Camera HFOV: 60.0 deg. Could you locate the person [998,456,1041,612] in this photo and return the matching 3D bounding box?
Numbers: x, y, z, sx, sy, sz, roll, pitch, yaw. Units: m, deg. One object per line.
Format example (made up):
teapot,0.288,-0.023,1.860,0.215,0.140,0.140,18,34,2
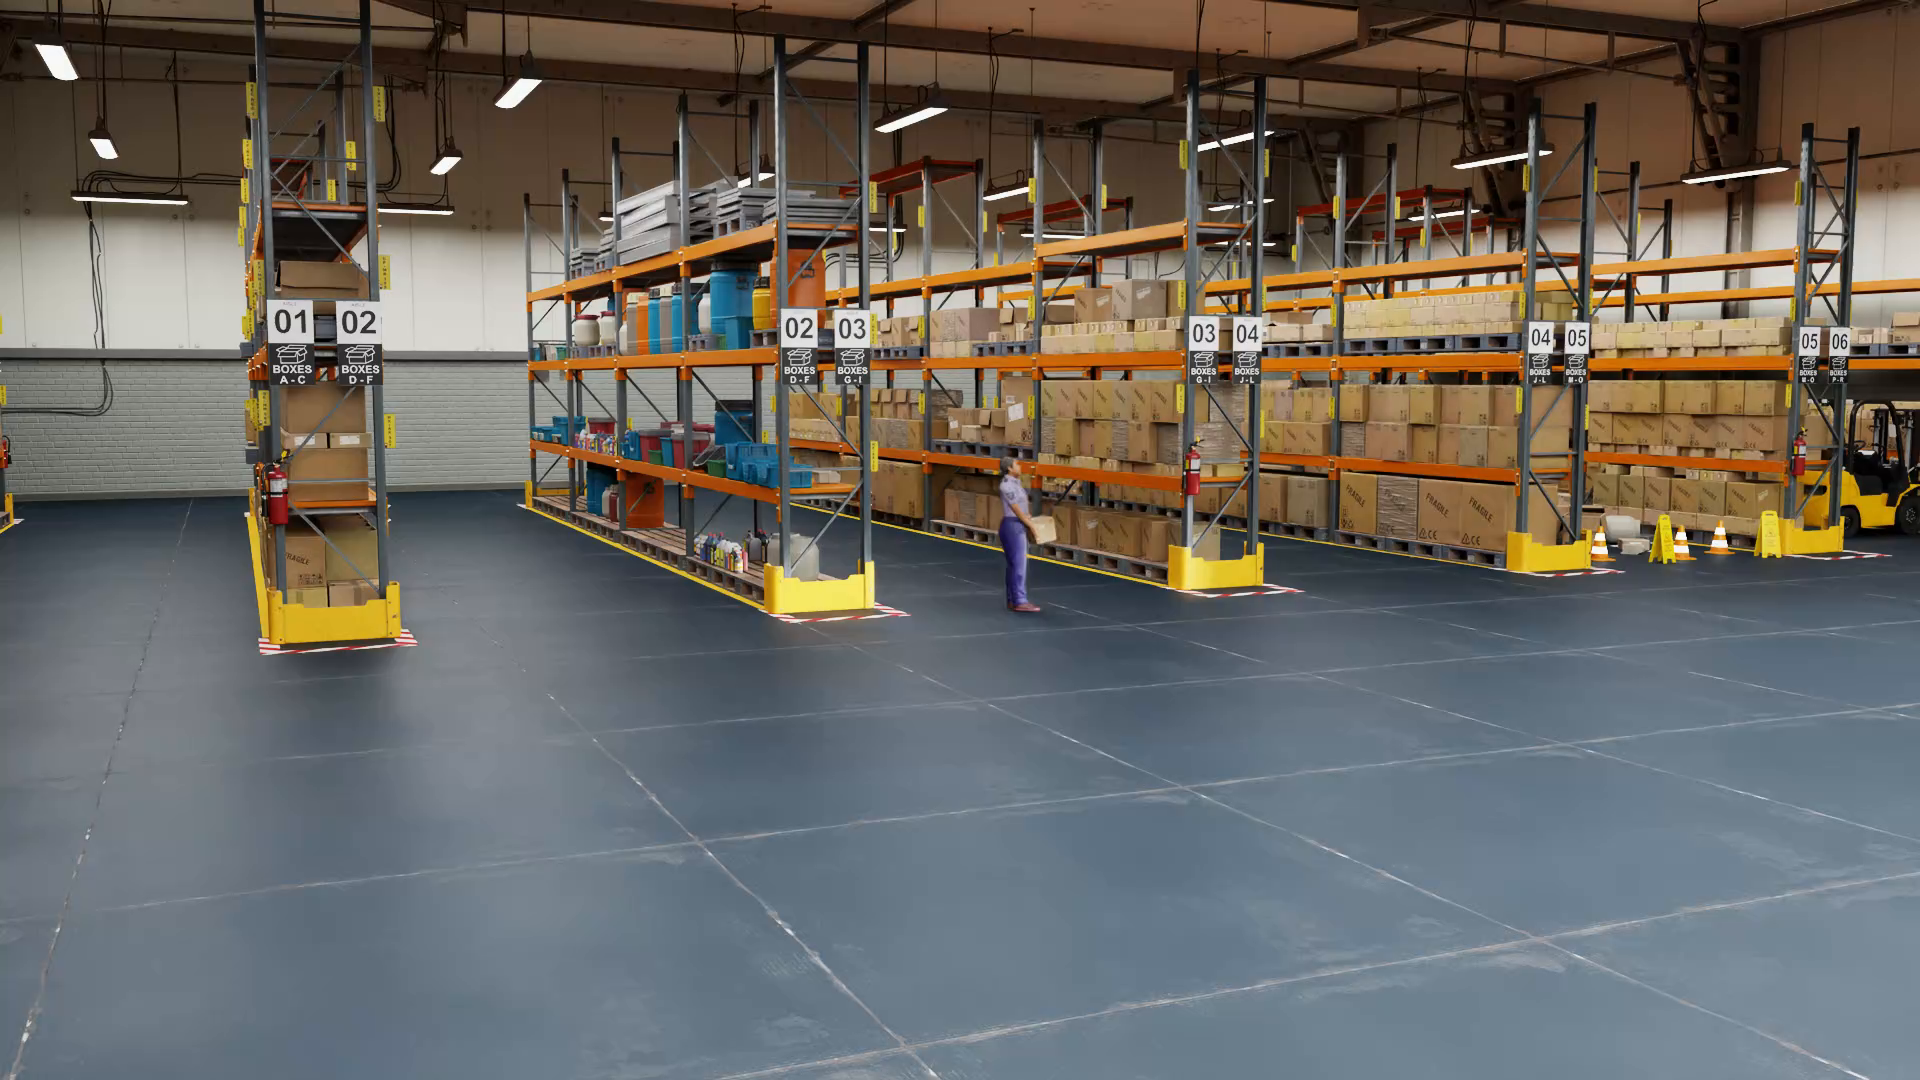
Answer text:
person,0.648,-0.075,17.811,0.478,1.648,0.505,1,6,8
